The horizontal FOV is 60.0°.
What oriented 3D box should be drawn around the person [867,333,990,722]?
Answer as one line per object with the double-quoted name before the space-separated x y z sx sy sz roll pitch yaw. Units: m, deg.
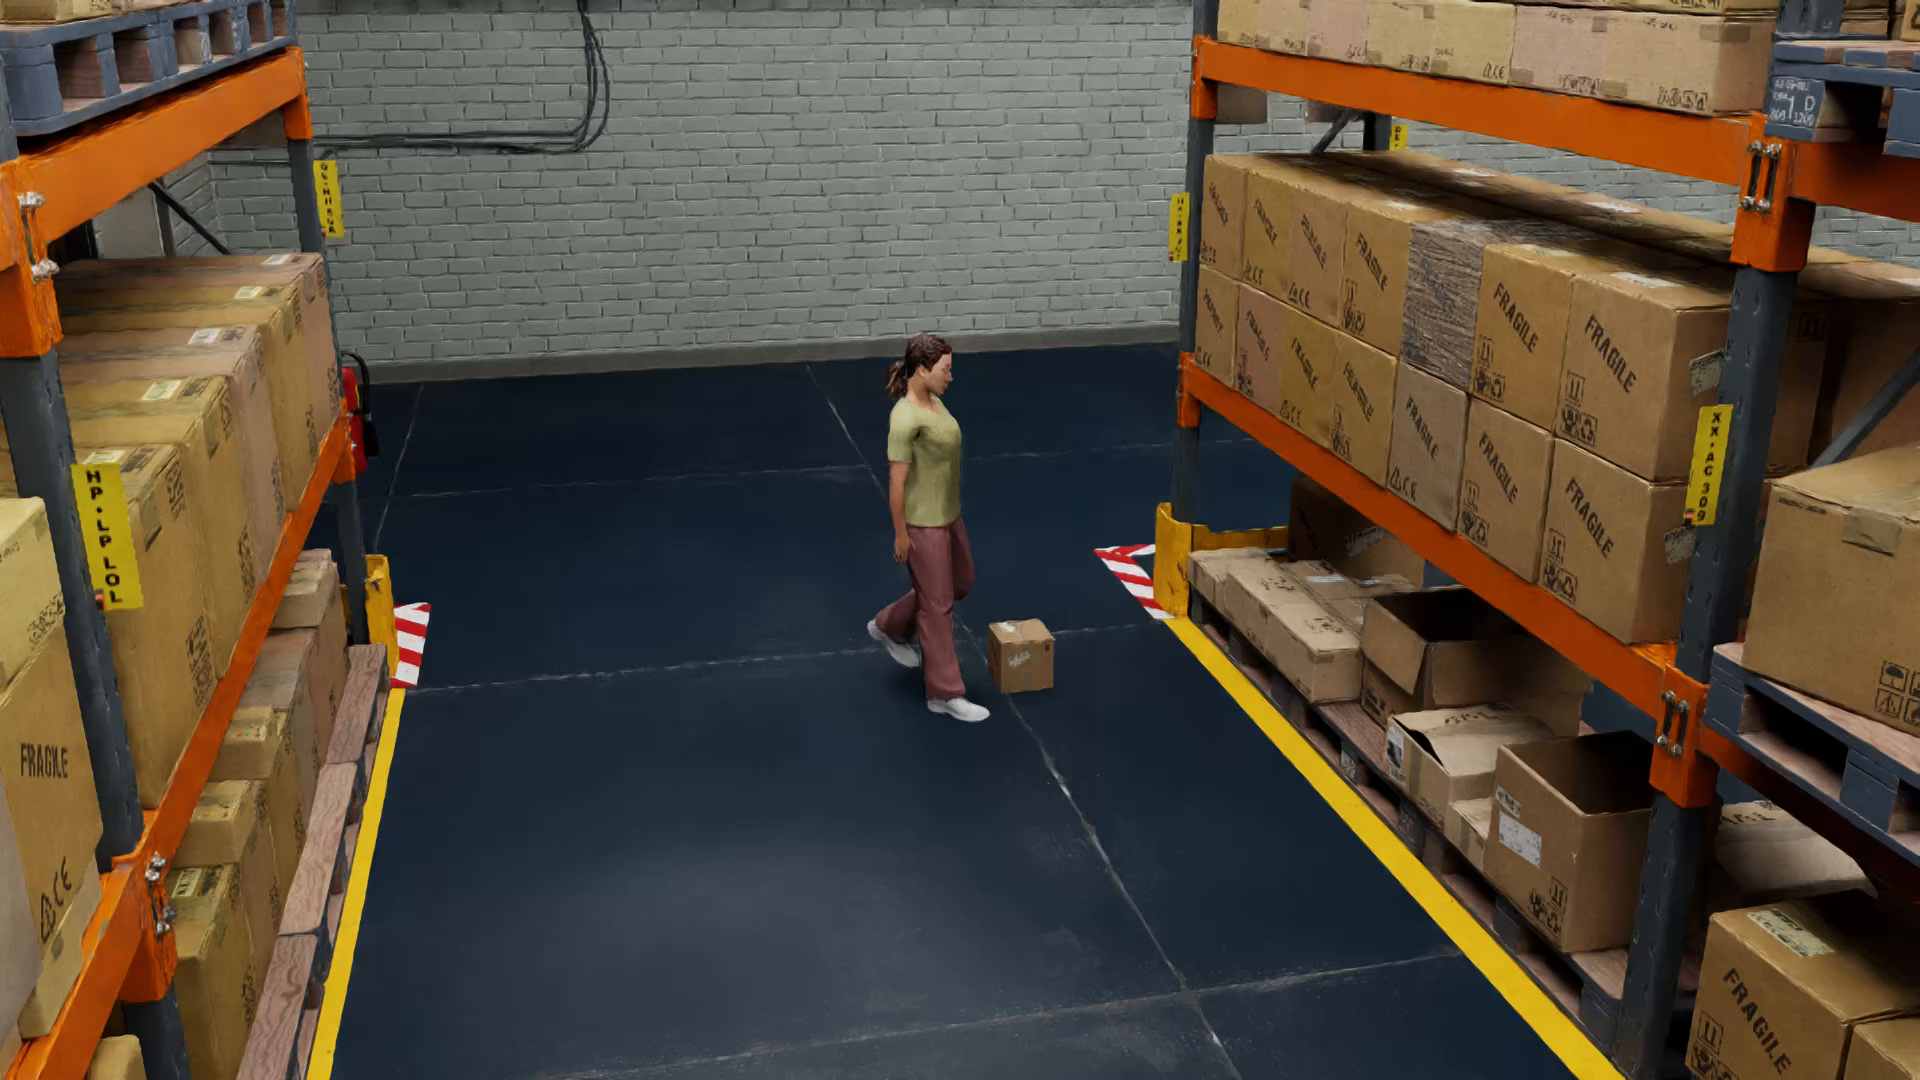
"person" -0.142 -0.080 7.317 0.682 1.659 0.495 5 20 14
